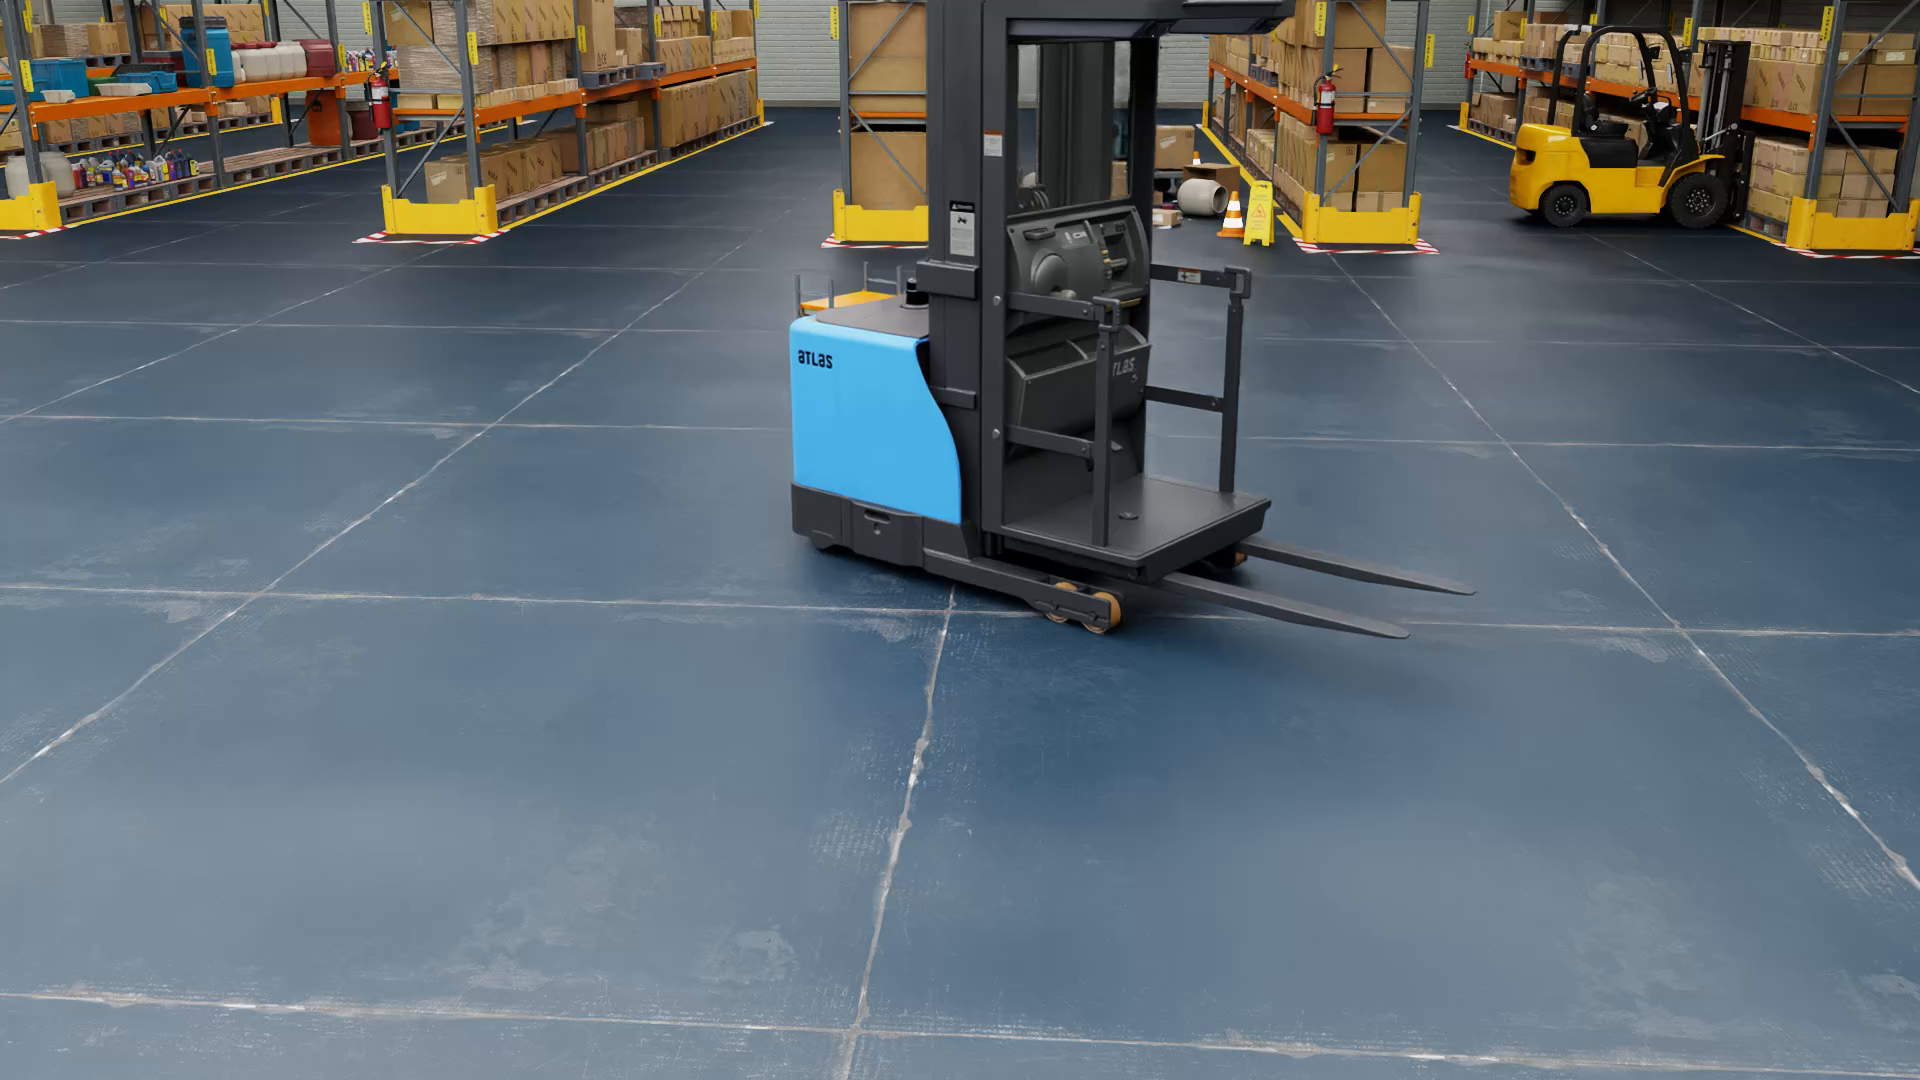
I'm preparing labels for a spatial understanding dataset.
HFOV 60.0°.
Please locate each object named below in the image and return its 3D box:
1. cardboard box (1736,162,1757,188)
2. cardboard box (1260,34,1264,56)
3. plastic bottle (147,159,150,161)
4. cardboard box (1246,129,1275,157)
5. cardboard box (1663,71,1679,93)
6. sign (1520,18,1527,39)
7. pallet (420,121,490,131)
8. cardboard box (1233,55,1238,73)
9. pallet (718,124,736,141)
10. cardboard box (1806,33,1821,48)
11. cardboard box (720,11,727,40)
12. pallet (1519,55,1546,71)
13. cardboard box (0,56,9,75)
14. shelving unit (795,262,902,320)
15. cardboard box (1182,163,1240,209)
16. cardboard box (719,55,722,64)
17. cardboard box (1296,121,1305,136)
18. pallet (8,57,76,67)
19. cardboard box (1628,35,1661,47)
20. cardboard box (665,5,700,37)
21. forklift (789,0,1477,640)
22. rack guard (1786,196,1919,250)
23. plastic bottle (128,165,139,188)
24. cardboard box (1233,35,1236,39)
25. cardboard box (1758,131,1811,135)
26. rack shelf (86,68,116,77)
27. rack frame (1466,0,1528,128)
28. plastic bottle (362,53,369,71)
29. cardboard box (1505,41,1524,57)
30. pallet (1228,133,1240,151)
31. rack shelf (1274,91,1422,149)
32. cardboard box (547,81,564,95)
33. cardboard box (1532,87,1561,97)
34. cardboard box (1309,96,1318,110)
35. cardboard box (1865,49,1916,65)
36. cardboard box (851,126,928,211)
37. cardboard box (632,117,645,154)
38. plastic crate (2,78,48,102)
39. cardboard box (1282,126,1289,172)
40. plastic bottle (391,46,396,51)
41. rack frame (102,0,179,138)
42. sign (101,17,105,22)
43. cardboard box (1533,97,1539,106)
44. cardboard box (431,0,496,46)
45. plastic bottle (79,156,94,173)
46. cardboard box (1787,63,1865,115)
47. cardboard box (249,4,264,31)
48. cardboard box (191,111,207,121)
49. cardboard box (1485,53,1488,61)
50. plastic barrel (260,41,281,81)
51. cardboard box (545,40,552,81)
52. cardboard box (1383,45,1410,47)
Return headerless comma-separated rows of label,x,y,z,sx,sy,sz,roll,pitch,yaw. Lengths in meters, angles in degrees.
cardboard box,8.942,-4.054,18.417,0.500,0.250,0.500,1,18,3
cardboard box,4.453,-6.970,23.065,0.500,0.500,0.500,2,18,5
plastic bottle,-10.233,-4.679,21.041,0.061,0.283,0.133,1,18,4
cardboard box,4.728,-5.819,24.410,0.950,0.372,0.625,0,18,0
cardboard box,9.218,-5.783,20.994,0.500,0.250,0.500,2,18,5
sign,9.474,-8.597,27.953,0.100,0.325,0.005,1,18,4
pallet,-9.661,-7.902,31.698,1.003,0.211,1.213,1,18,4
cardboard box,4.637,-7.609,26.568,0.500,0.250,0.500,1,18,3
pallet,-4.687,-7.416,30.217,1.003,0.211,1.213,1,18,4
cardboard box,8.958,-5.139,17.111,0.380,0.149,0.250,1,18,4
cardboard box,-4.487,-9.229,29.831,0.500,0.500,0.500,1,18,4
pallet,9.850,-7.839,27.338,1.003,0.211,1.213,1,18,4
cardboard box,-15.056,-7.333,25.627,0.500,0.311,0.500,2,18,7
shelving unit,-0.536,-0.737,8.242,0.258,1.200,0.503,14,23,37
cardboard box,3.057,-4.312,20.276,0.500,0.500,0.500,17,25,41
cardboard box,-4.448,-8.554,29.613,0.380,0.149,0.250,1,18,2
cardboard box,4.003,-4.646,18.781,0.380,0.149,0.250,2,18,6
pallet,-15.008,-7.608,26.632,1.213,0.211,1.003,1,18,4
cardboard box,9.331,-6.796,22.644,0.380,0.149,0.250,2,18,5
cardboard box,-4.857,-8.833,28.290,0.797,0.503,0.637,1,18,2
forklift,0.671,-1.199,6.875,3.031,2.935,1.130,14,23,37
rack guard,9.154,-3.254,17.050,1.175,0.500,0.348,1,18,4
plastic bottle,-10.155,-4.466,20.409,0.097,0.271,0.097,0,18,0
cardboard box,4.699,-8.364,26.864,0.500,0.500,0.500,1,18,3
cardboard box,9.529,-4.588,19.243,0.500,0.250,0.500,1,18,4
rack shelf,-14.843,-7.766,27.962,1.077,0.370,4.000,1,18,4
rack frame,10.303,-9.418,31.849,1.000,3.000,0.127,1,18,4
plastic bottle,-9.588,-7.703,26.801,0.061,0.283,0.133,1,18,4
cardboard box,9.830,-8.566,29.010,0.500,0.250,0.500,1,18,4
pallet,5.085,-6.719,28.090,1.003,0.211,1.213,1,18,4
rack shelf,4.348,-4.838,19.026,1.077,0.370,4.000,1,18,4
cardboard box,-5.127,-5.596,20.587,0.380,0.149,0.250,1,18,4
cardboard box,9.754,-7.450,27.663,0.380,0.149,0.250,0,18,1
cardboard box,3.926,-4.641,17.674,0.380,0.149,0.250,1,18,3
cardboard box,9.439,-4.904,16.871,0.380,0.149,0.250,1,18,3
cardboard box,-0.757,-4.040,18.173,0.875,0.875,0.875,1,18,4
cardboard box,-5.134,-6.077,24.961,0.700,0.500,0.500,0,18,1
plastic crate,-10.830,-5.184,19.164,0.499,0.251,0.408,1,18,4
cardboard box,4.153,-4.707,20.007,0.500,0.500,0.500,2,18,6
plastic bottle,-9.656,-8.247,28.354,0.144,0.351,0.185,1,18,4
rack frame,-14.700,-8.729,29.746,1.000,3.000,0.127,1,18,4
sign,-15.242,-9.150,29.641,0.100,0.325,0.005,1,18,4
cardboard box,9.782,-7.303,27.691,0.380,0.149,0.250,1,18,2
cardboard box,-5.369,-5.609,17.979,0.500,0.500,0.500,1,18,4
plastic bottle,-10.862,-4.593,20.671,0.144,0.351,0.185,2,18,6
cardboard box,8.929,-4.655,17.153,0.500,0.500,0.500,1,18,3
cardboard box,-14.171,-10.350,32.926,0.500,0.500,0.500,1,18,3
cardboard box,-14.402,-7.986,31.322,0.380,0.166,0.250,1,18,4
cardboard box,9.970,-8.963,30.864,0.380,0.149,0.250,2,18,6
plastic barrel,-9.962,-6.852,23.799,0.433,0.535,0.433,0,18,0
cardboard box,-5.558,-5.918,20.529,0.875,0.500,0.500,1,18,4
cardboard box,4.549,-5.050,17.878,0.500,0.500,0.500,2,18,6
